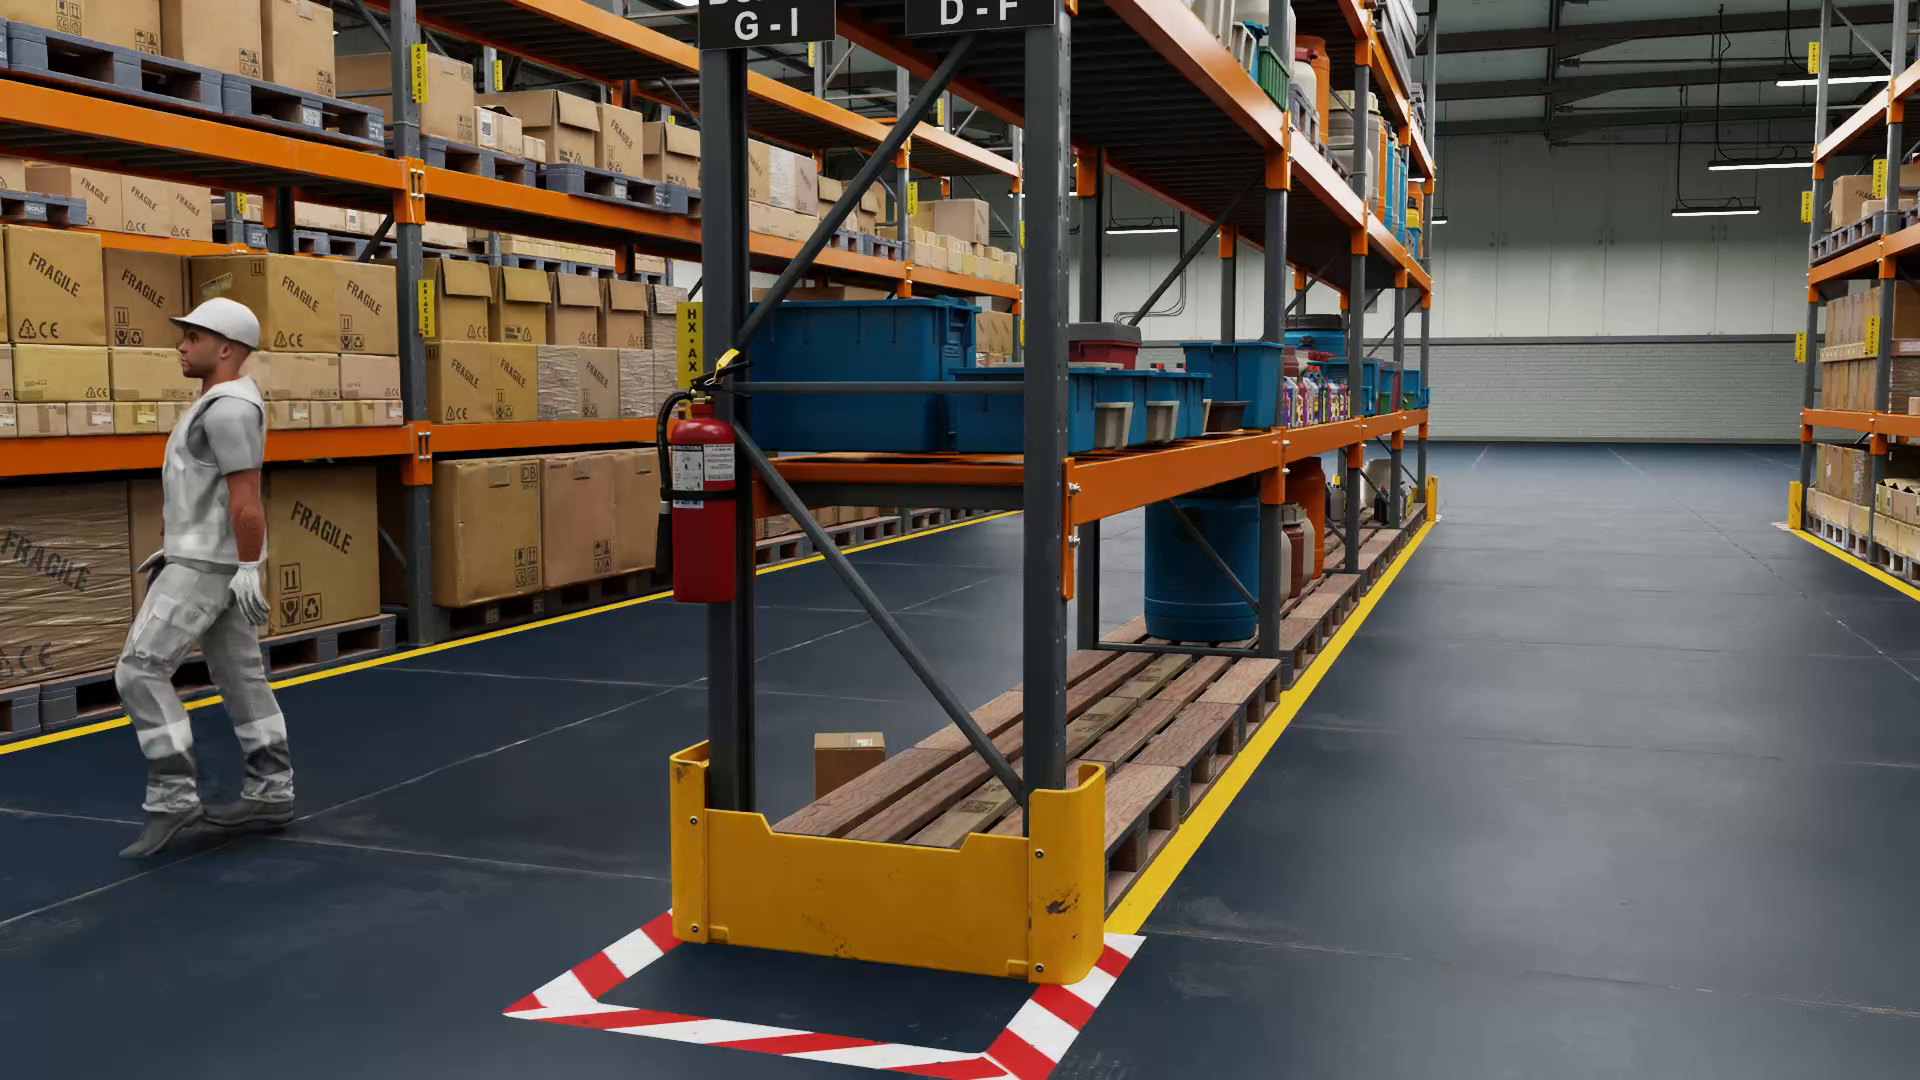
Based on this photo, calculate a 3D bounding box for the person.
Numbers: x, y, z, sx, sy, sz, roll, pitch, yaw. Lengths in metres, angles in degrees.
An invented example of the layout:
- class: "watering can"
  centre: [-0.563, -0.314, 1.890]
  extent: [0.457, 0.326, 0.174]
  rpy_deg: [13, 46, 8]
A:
- class: "person"
  centre: [-2.524, 0.121, 5.531]
  extent: [0.528, 1.841, 0.538]
  rpy_deg: [-2, 5, -18]
